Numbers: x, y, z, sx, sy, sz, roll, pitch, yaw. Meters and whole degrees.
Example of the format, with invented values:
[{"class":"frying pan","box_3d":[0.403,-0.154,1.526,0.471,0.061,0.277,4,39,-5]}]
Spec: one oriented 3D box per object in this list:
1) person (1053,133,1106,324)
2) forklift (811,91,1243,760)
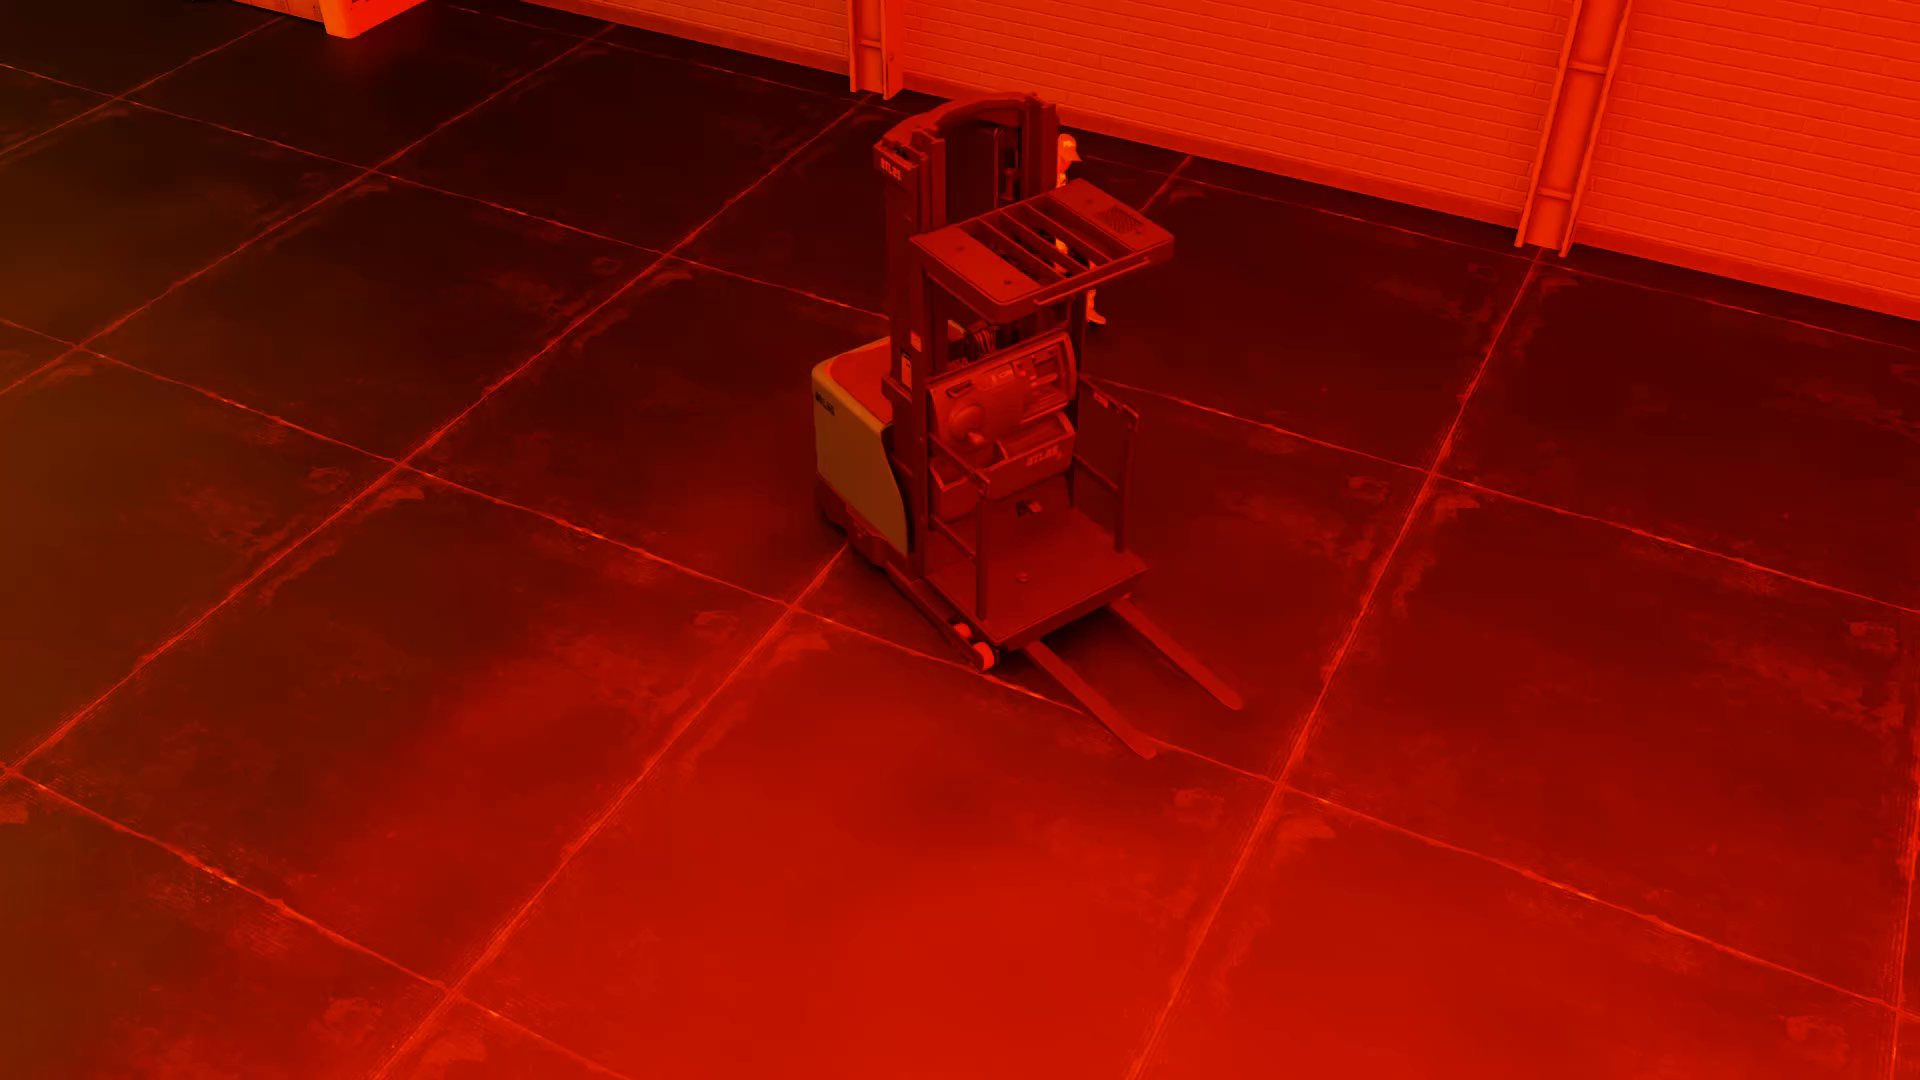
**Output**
[{"class":"person","box_3d":[0.706,-2.118,11.673,0.718,1.463,0.708,-15,43,-18]},{"class":"forklift","box_3d":[0.365,-0.738,8.863,1.130,2.935,3.031,-25,46,-26]}]
